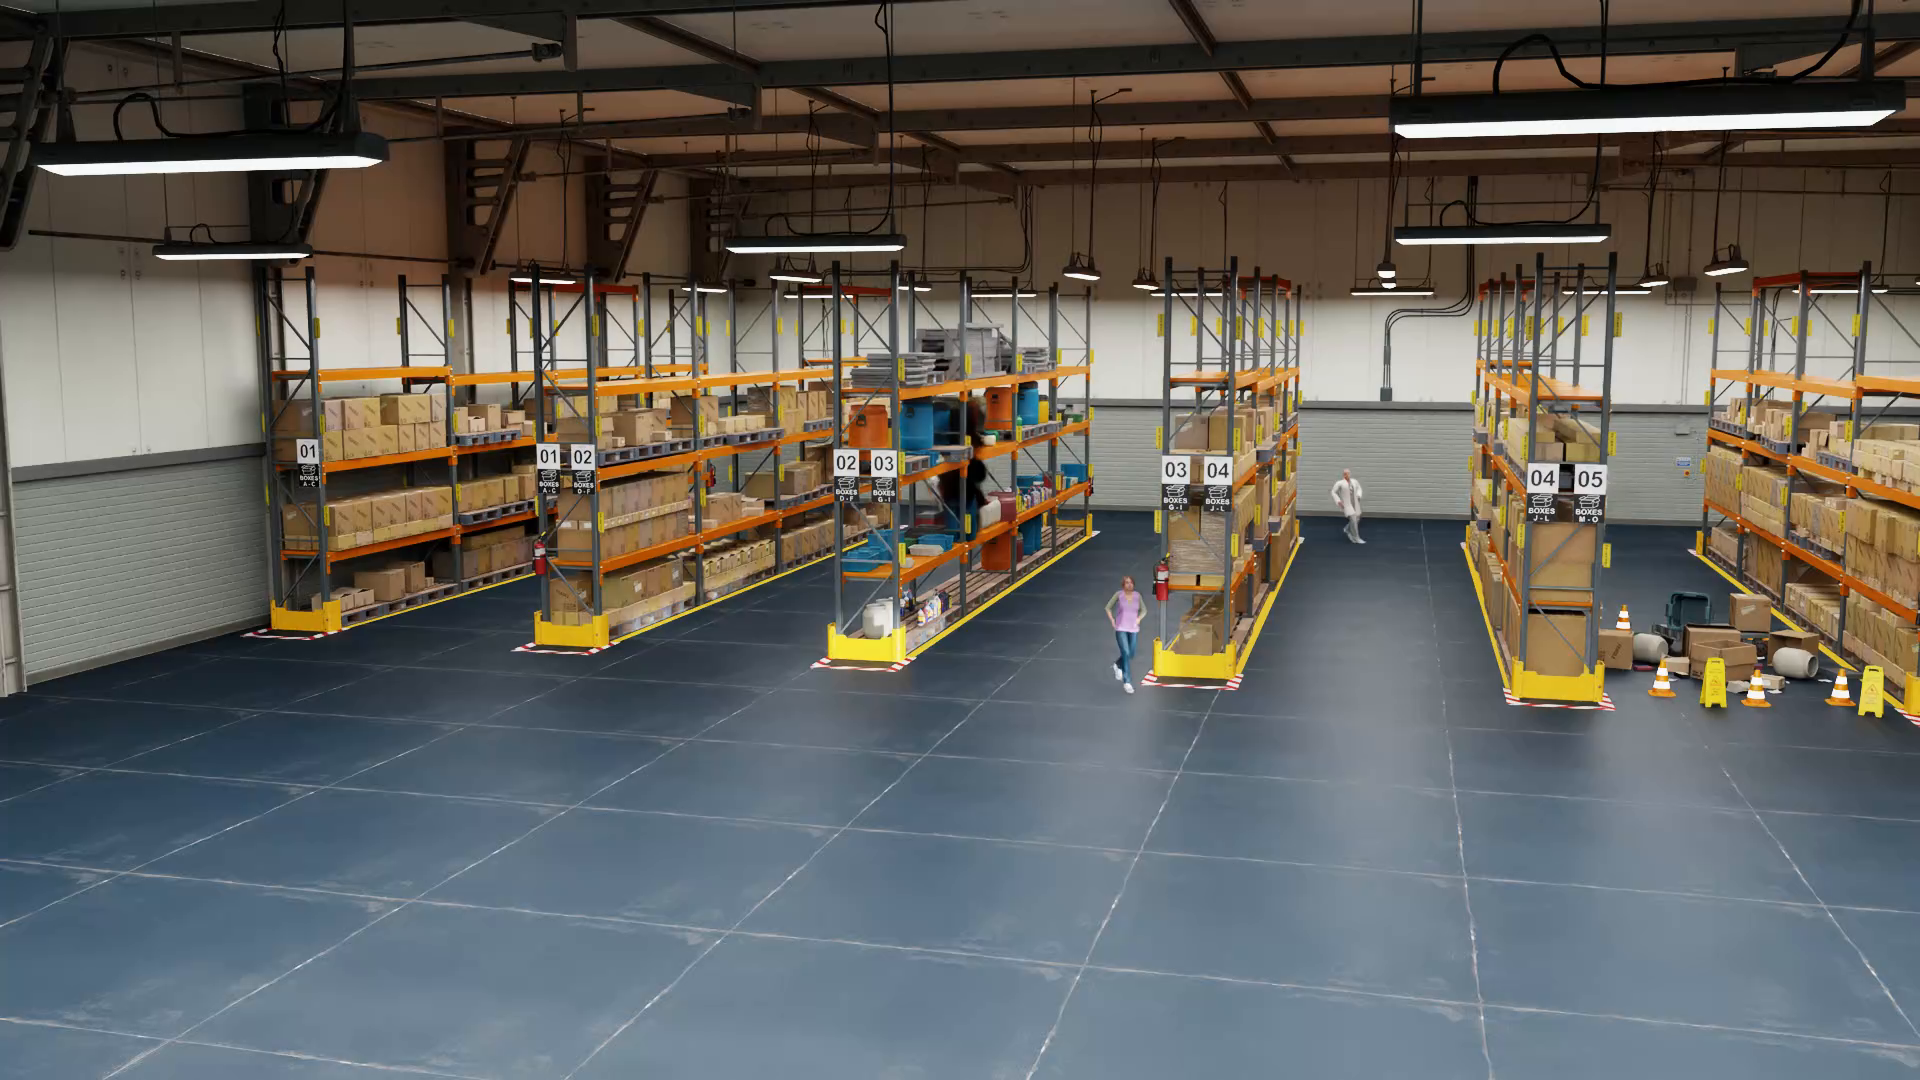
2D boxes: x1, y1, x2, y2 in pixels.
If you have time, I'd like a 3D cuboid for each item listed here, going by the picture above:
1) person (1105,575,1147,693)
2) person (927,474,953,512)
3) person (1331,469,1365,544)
[{"bbox_3d":[2.327,1.286,23.265,0.586,1.607,0.733,-1,7,-9],"label":"person"},{"bbox_3d":[-0.486,-1.028,41.183,0.642,1.653,0.855,-2,7,-12],"label":"person"},{"bbox_3d":[9.095,-0.795,38.933,0.768,1.735,0.792,-2,8,-19],"label":"person"}]
